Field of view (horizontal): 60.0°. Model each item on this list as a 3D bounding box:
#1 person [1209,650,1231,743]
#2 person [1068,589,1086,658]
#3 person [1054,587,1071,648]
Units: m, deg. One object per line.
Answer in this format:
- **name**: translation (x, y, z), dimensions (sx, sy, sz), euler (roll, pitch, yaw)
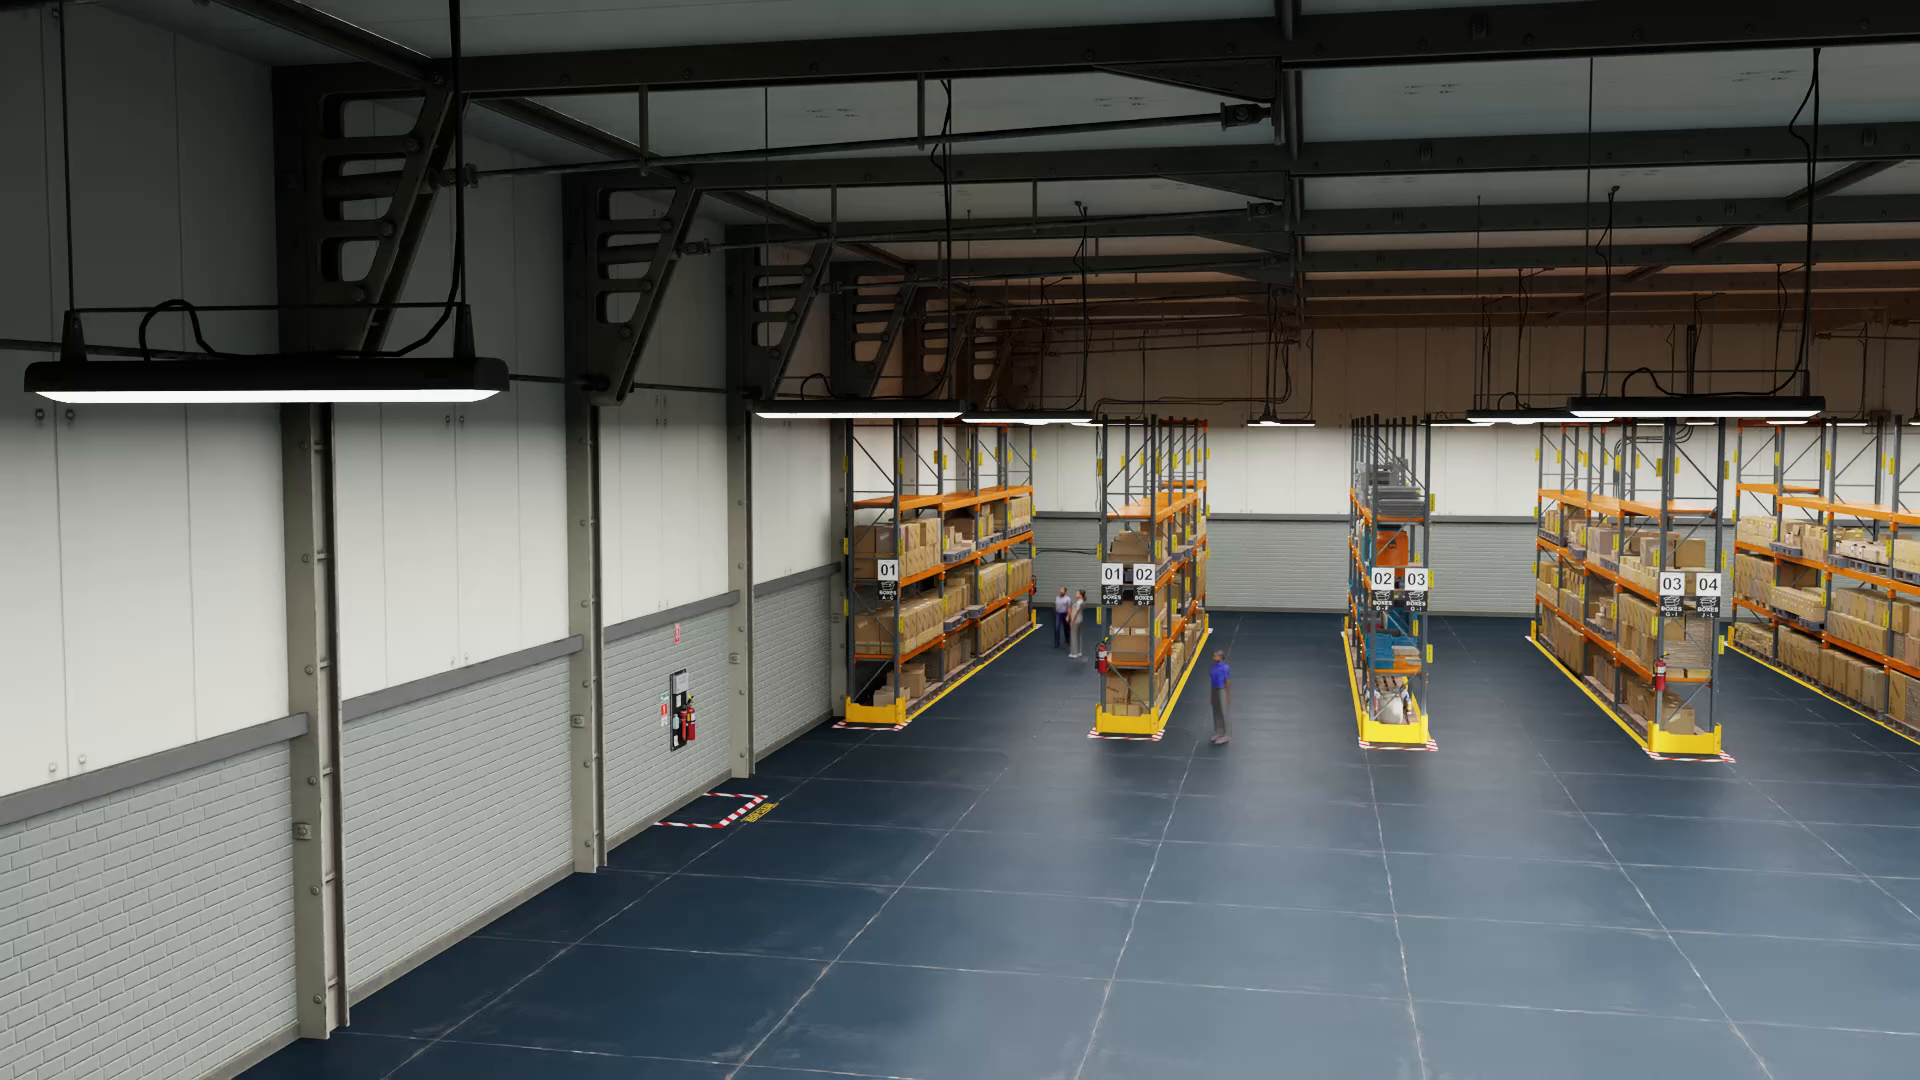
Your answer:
- **person**: translation (4.755, 2.858, 30.569), dimensions (0.389, 1.666, 0.553), euler (-3, 5, -34)
- **person**: translation (2.811, 2.013, 40.276), dimensions (0.472, 1.674, 0.483), euler (2, 4, 26)
- **person**: translation (2.688, 2.017, 43.636), dimensions (0.479, 1.585, 0.952), euler (0, 4, 7)
